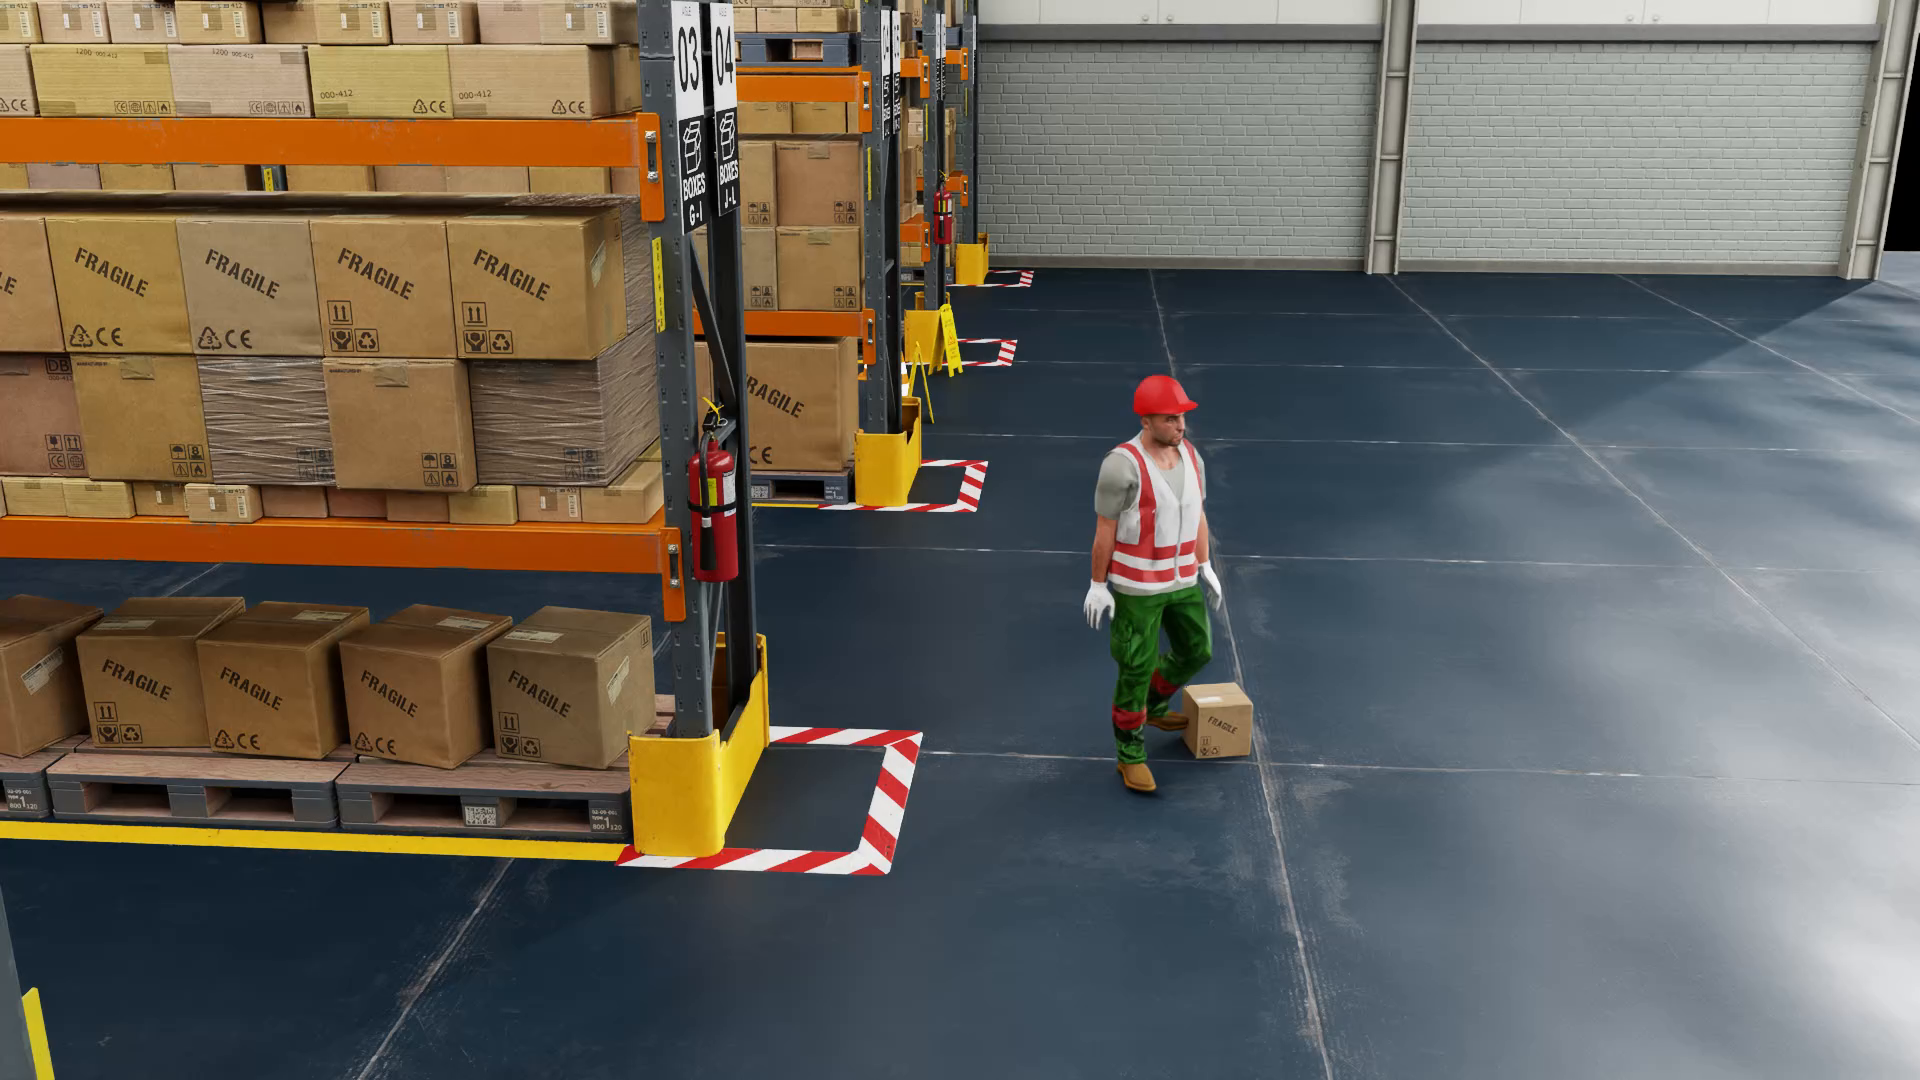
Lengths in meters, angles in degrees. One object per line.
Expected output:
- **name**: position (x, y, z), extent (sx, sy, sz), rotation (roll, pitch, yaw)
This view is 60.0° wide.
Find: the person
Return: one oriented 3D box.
- **person**: position (0.820, 0.149, 7.009), extent (0.725, 1.779, 0.542), rotation (-13, 21, -35)
